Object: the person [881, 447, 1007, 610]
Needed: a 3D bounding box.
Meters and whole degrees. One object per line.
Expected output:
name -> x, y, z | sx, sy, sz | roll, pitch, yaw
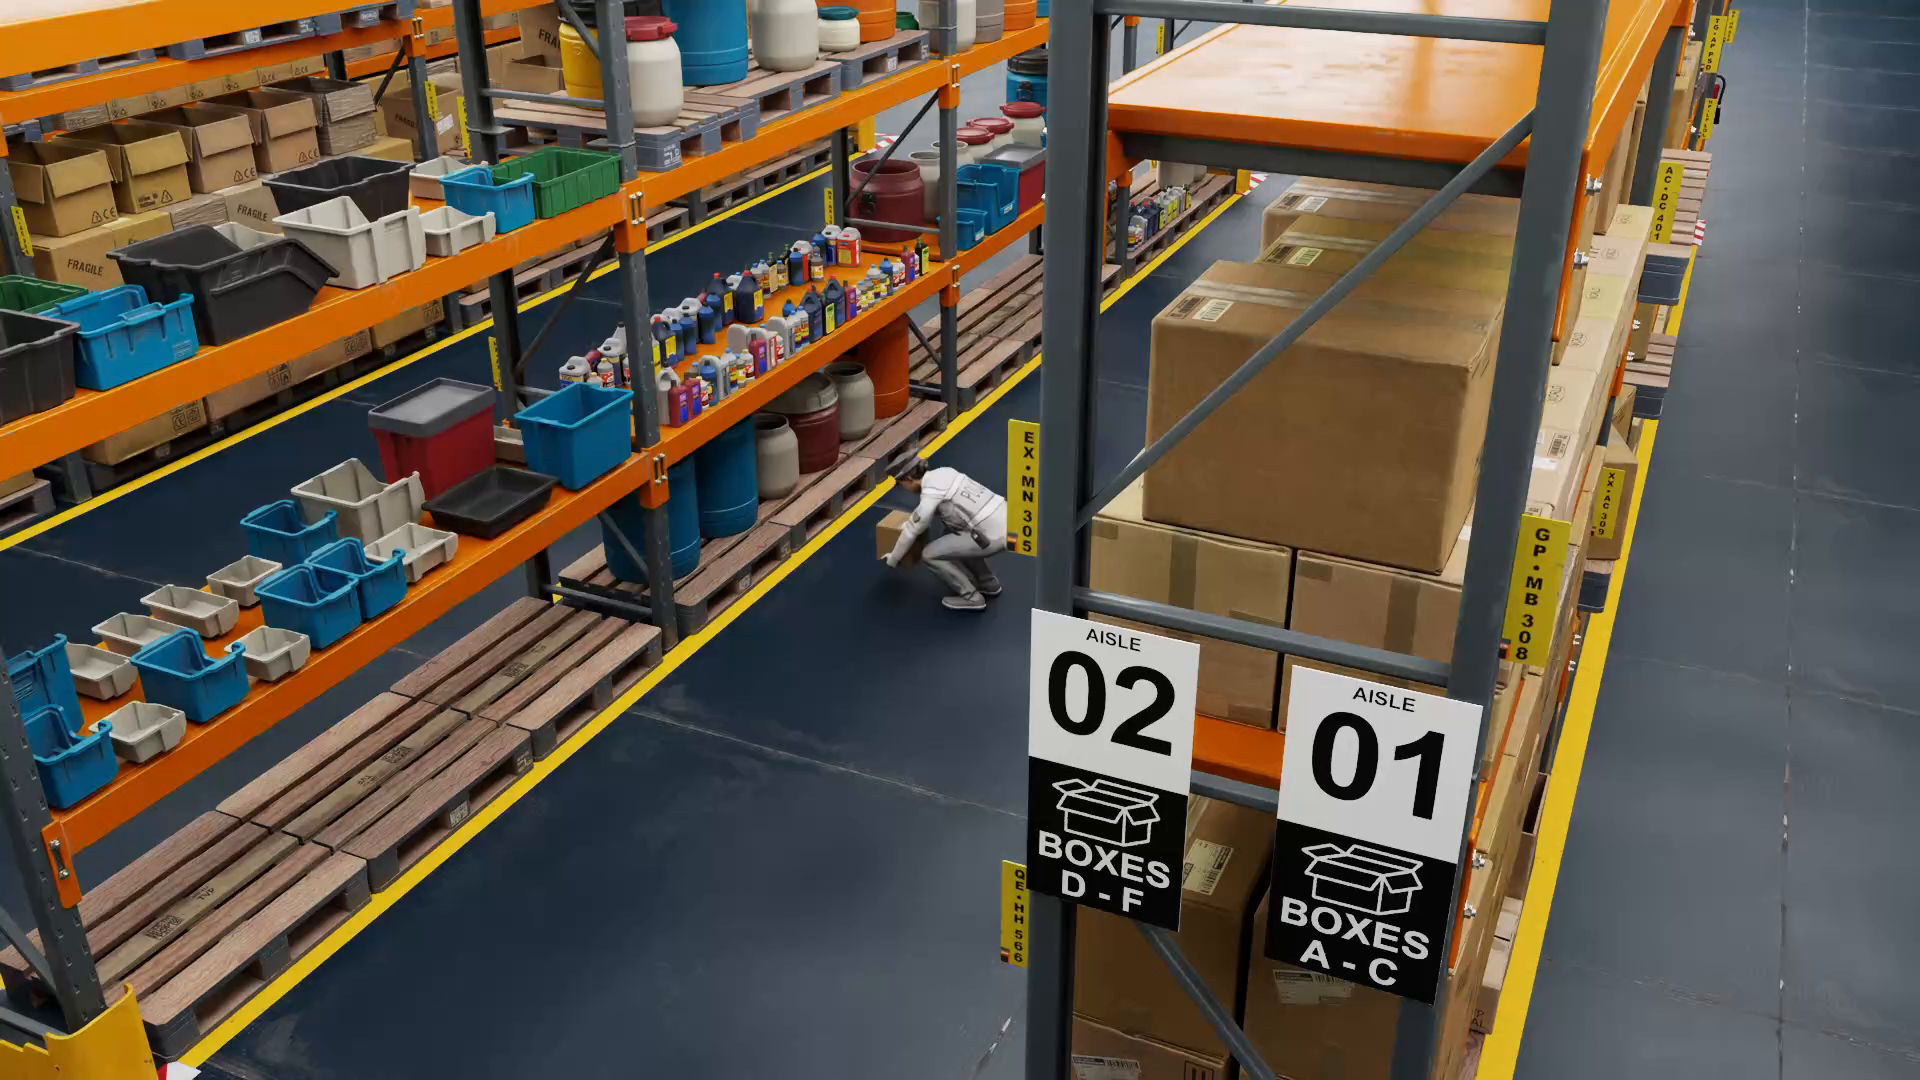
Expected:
person -> -0.059, -0.085, 10.376 | 0.859, 0.979, 0.458 | 11, 28, 21
